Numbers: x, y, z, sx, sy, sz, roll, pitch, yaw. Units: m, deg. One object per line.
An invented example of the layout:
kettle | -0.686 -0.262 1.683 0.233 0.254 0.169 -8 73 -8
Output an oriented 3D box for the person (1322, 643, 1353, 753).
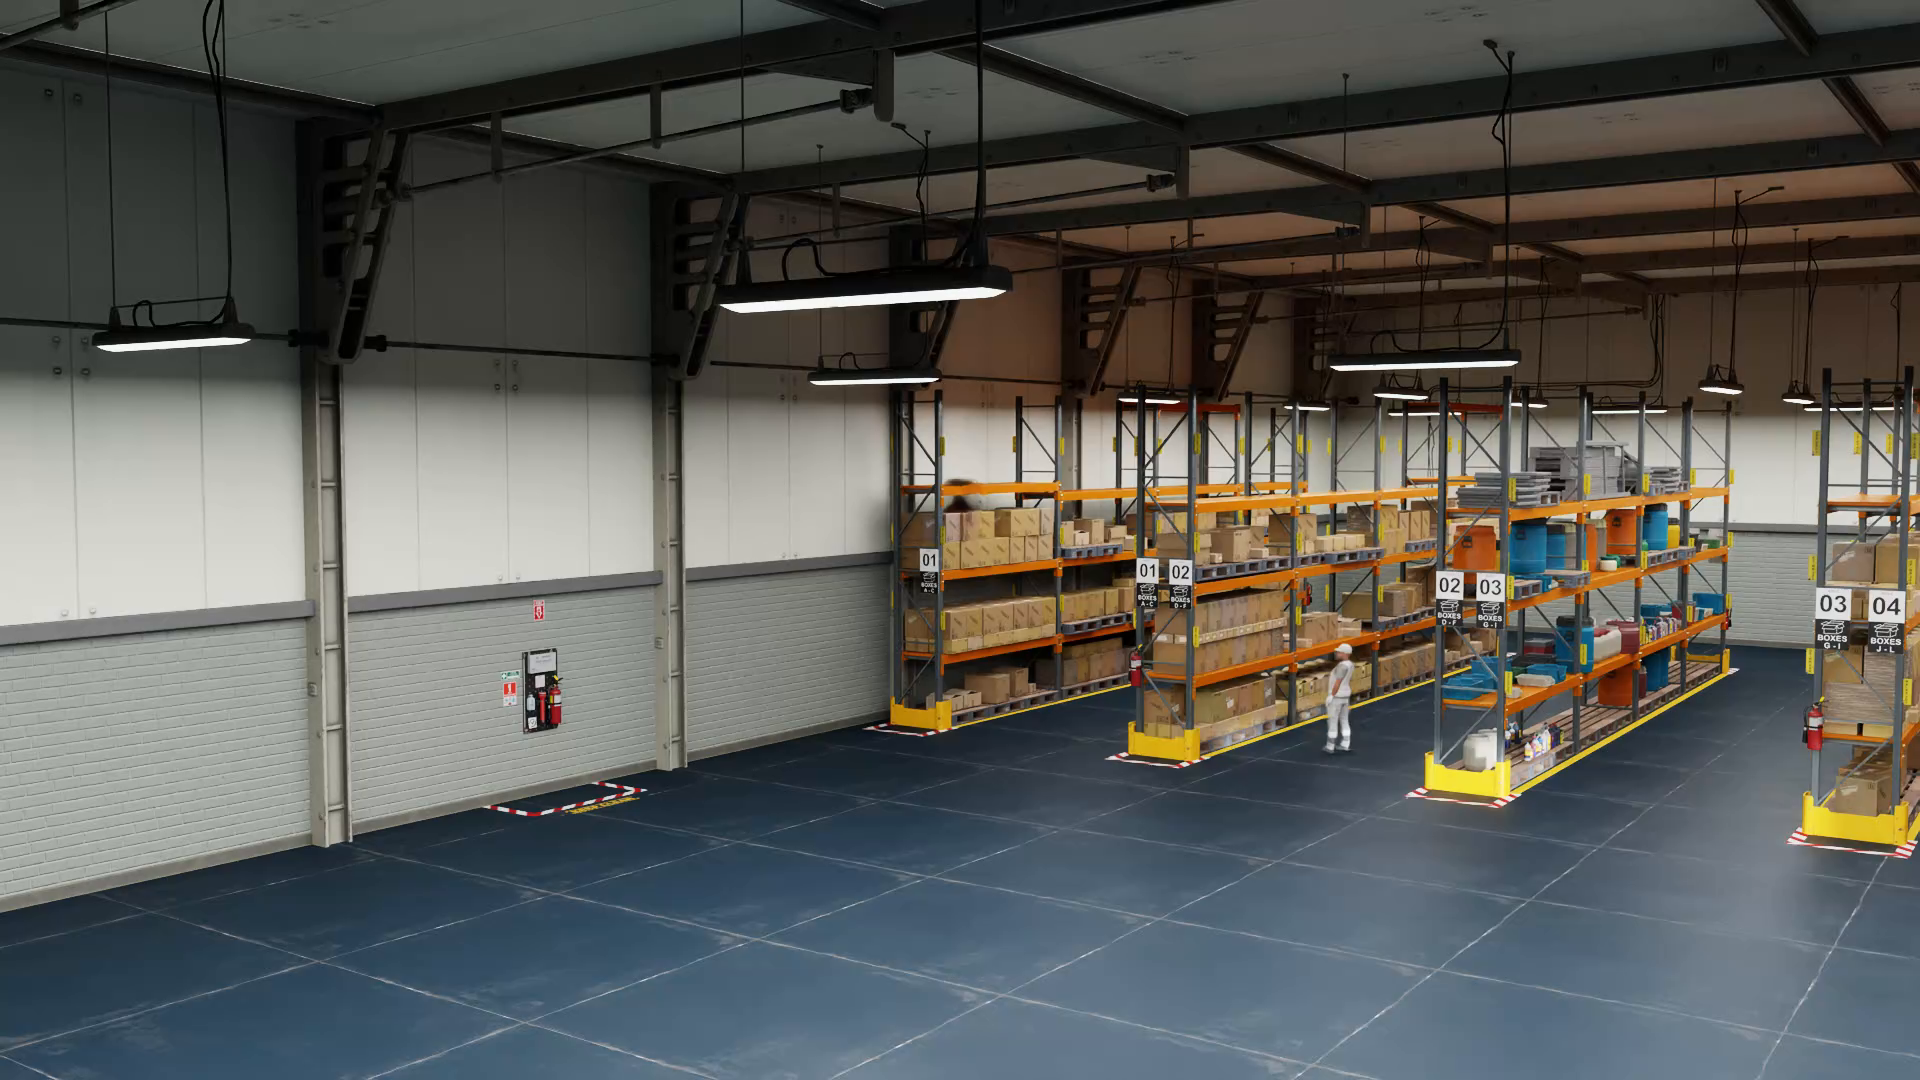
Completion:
person | 6.167 2.582 27.178 0.475 1.789 0.612 3 4 42
